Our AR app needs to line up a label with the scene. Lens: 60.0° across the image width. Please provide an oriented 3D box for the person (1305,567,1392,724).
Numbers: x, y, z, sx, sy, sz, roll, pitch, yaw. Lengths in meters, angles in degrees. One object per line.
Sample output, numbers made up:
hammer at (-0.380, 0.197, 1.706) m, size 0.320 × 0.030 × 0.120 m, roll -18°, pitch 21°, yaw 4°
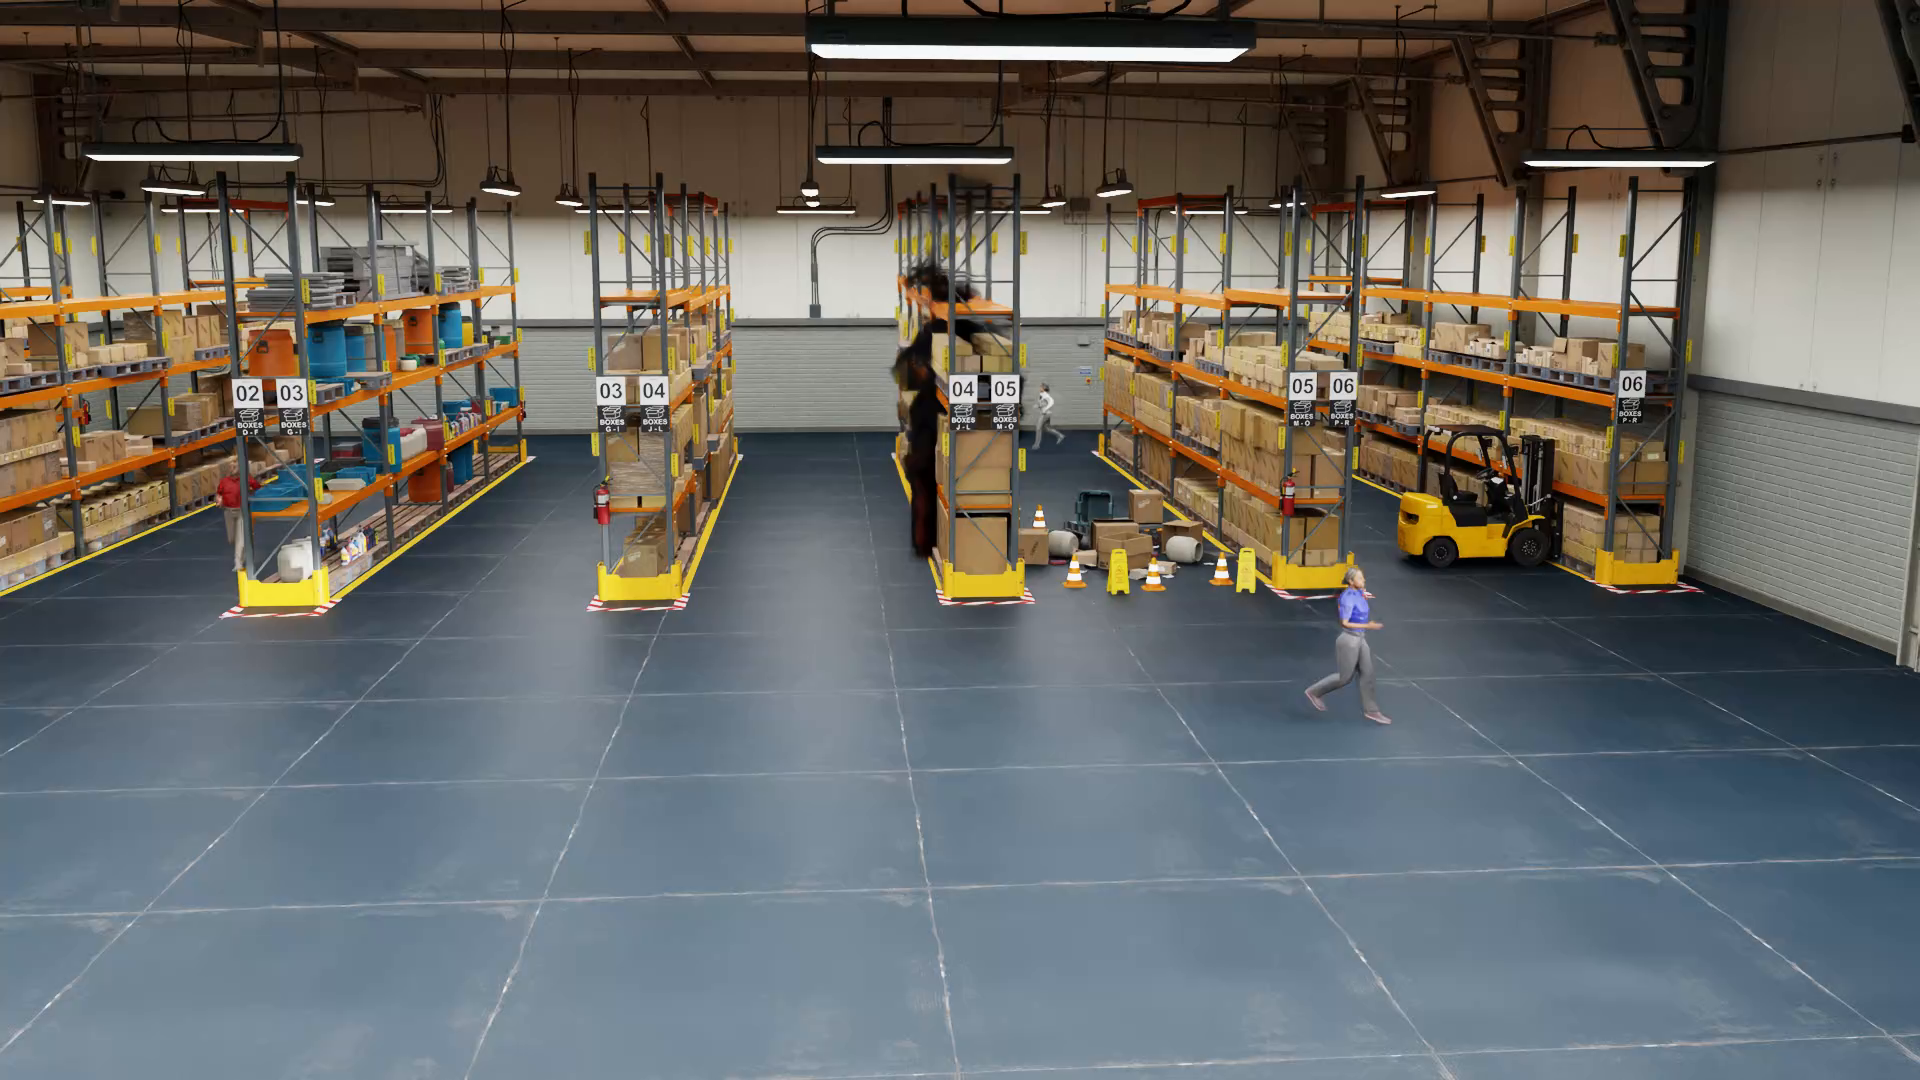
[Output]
person at (4.137, 1.110, 17.609) m, size 0.923 × 1.645 × 0.579 m, roll 6°, pitch 11°, yaw 29°

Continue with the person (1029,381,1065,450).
person at (2.170, -3.087, 41.364) m, size 0.917 × 1.701 × 0.625 m, roll 0°, pitch 10°, yaw -2°

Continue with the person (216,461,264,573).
person at (-11.284, -0.391, 26.026) m, size 0.678 × 1.686 × 0.992 m, roll -1°, pitch 10°, yaw -5°
